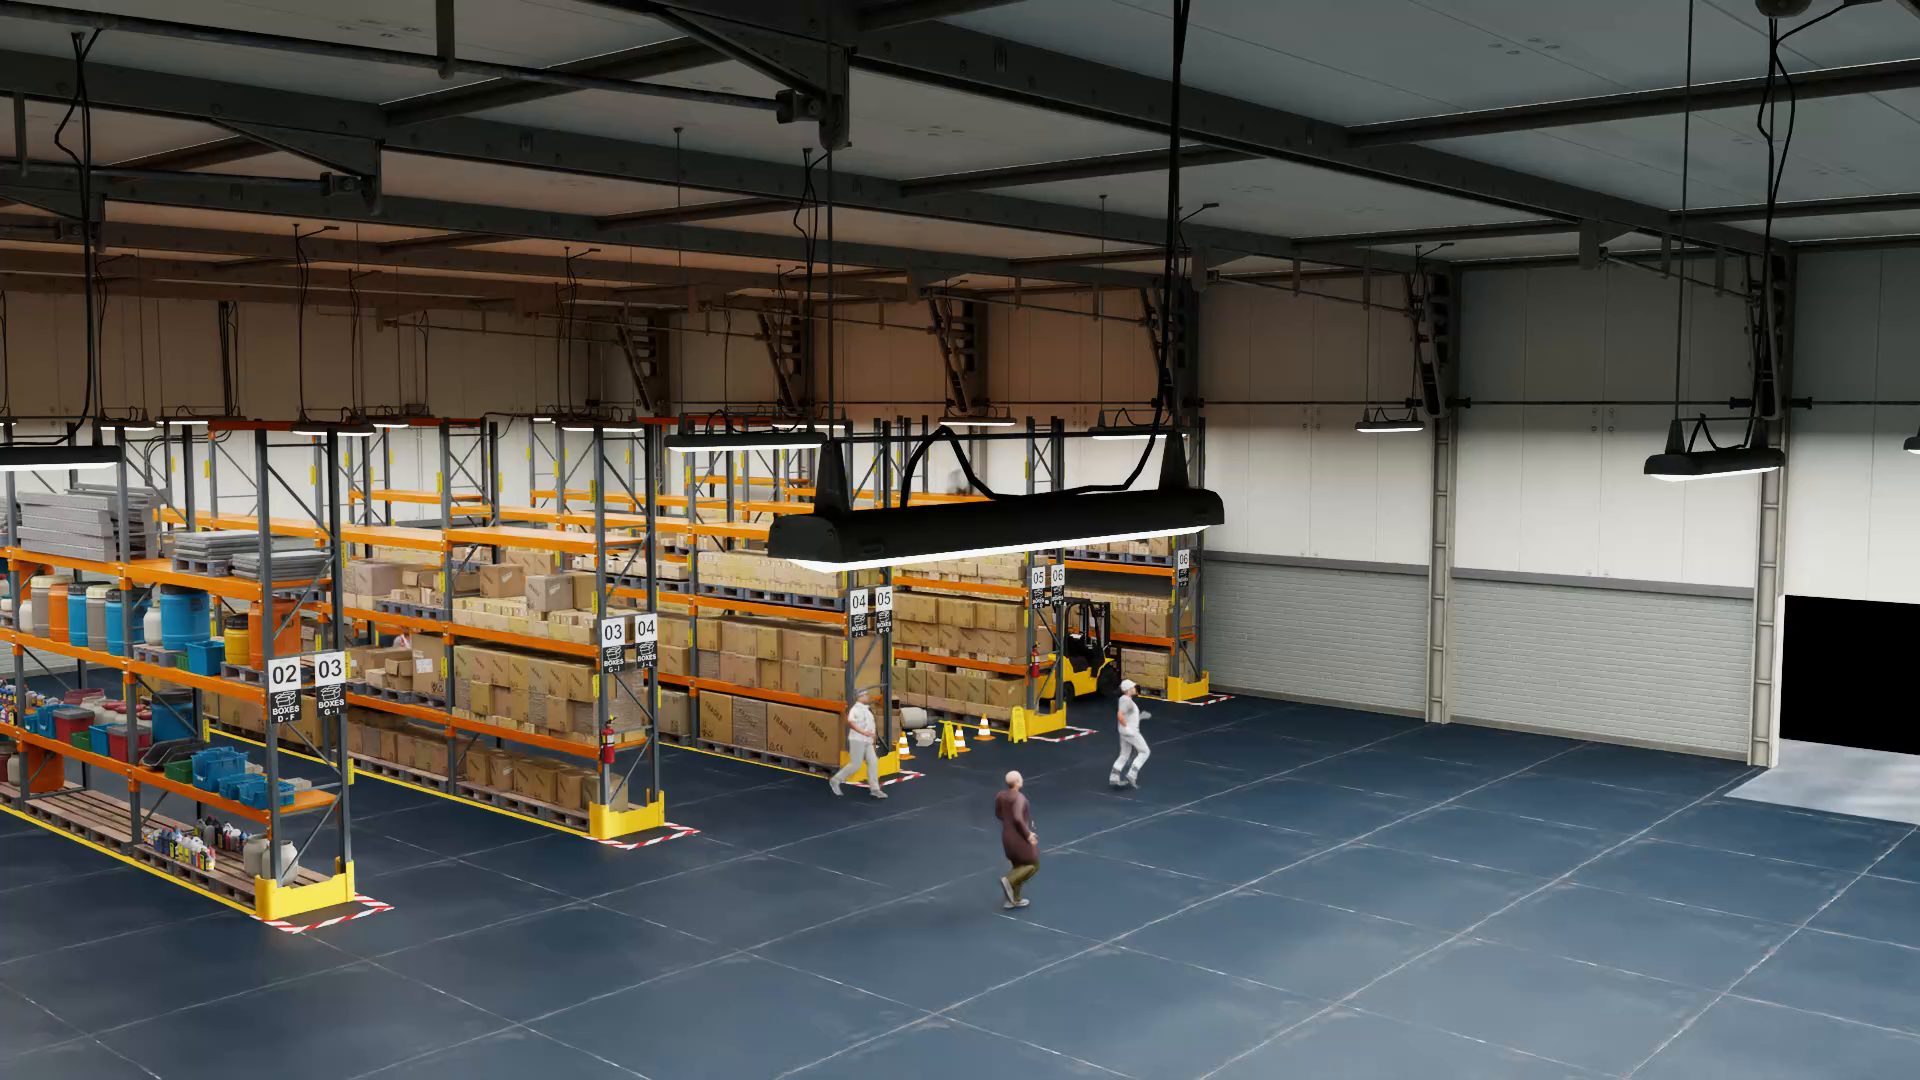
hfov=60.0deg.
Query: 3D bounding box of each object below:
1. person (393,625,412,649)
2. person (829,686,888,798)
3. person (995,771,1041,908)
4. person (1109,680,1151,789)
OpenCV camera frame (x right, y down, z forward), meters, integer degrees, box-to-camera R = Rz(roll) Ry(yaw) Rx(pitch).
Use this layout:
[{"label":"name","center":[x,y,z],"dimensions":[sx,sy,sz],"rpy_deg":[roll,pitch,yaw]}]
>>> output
[{"label":"person","center":[-11.425,2.585,34.397],"dimensions":[0.673,1.820,0.902],"rpy_deg":[-4,6,-43]},{"label":"person","center":[-1.564,3.231,26.704],"dimensions":[0.974,1.751,0.735],"rpy_deg":[1,5,17]},{"label":"person","center":[0.711,3.740,20.793],"dimensions":[0.635,1.730,0.706],"rpy_deg":[-3,6,-32]},{"label":"person","center":[2.800,3.177,27.220],"dimensions":[0.709,1.792,0.640],"rpy_deg":[-1,5,-11]}]
